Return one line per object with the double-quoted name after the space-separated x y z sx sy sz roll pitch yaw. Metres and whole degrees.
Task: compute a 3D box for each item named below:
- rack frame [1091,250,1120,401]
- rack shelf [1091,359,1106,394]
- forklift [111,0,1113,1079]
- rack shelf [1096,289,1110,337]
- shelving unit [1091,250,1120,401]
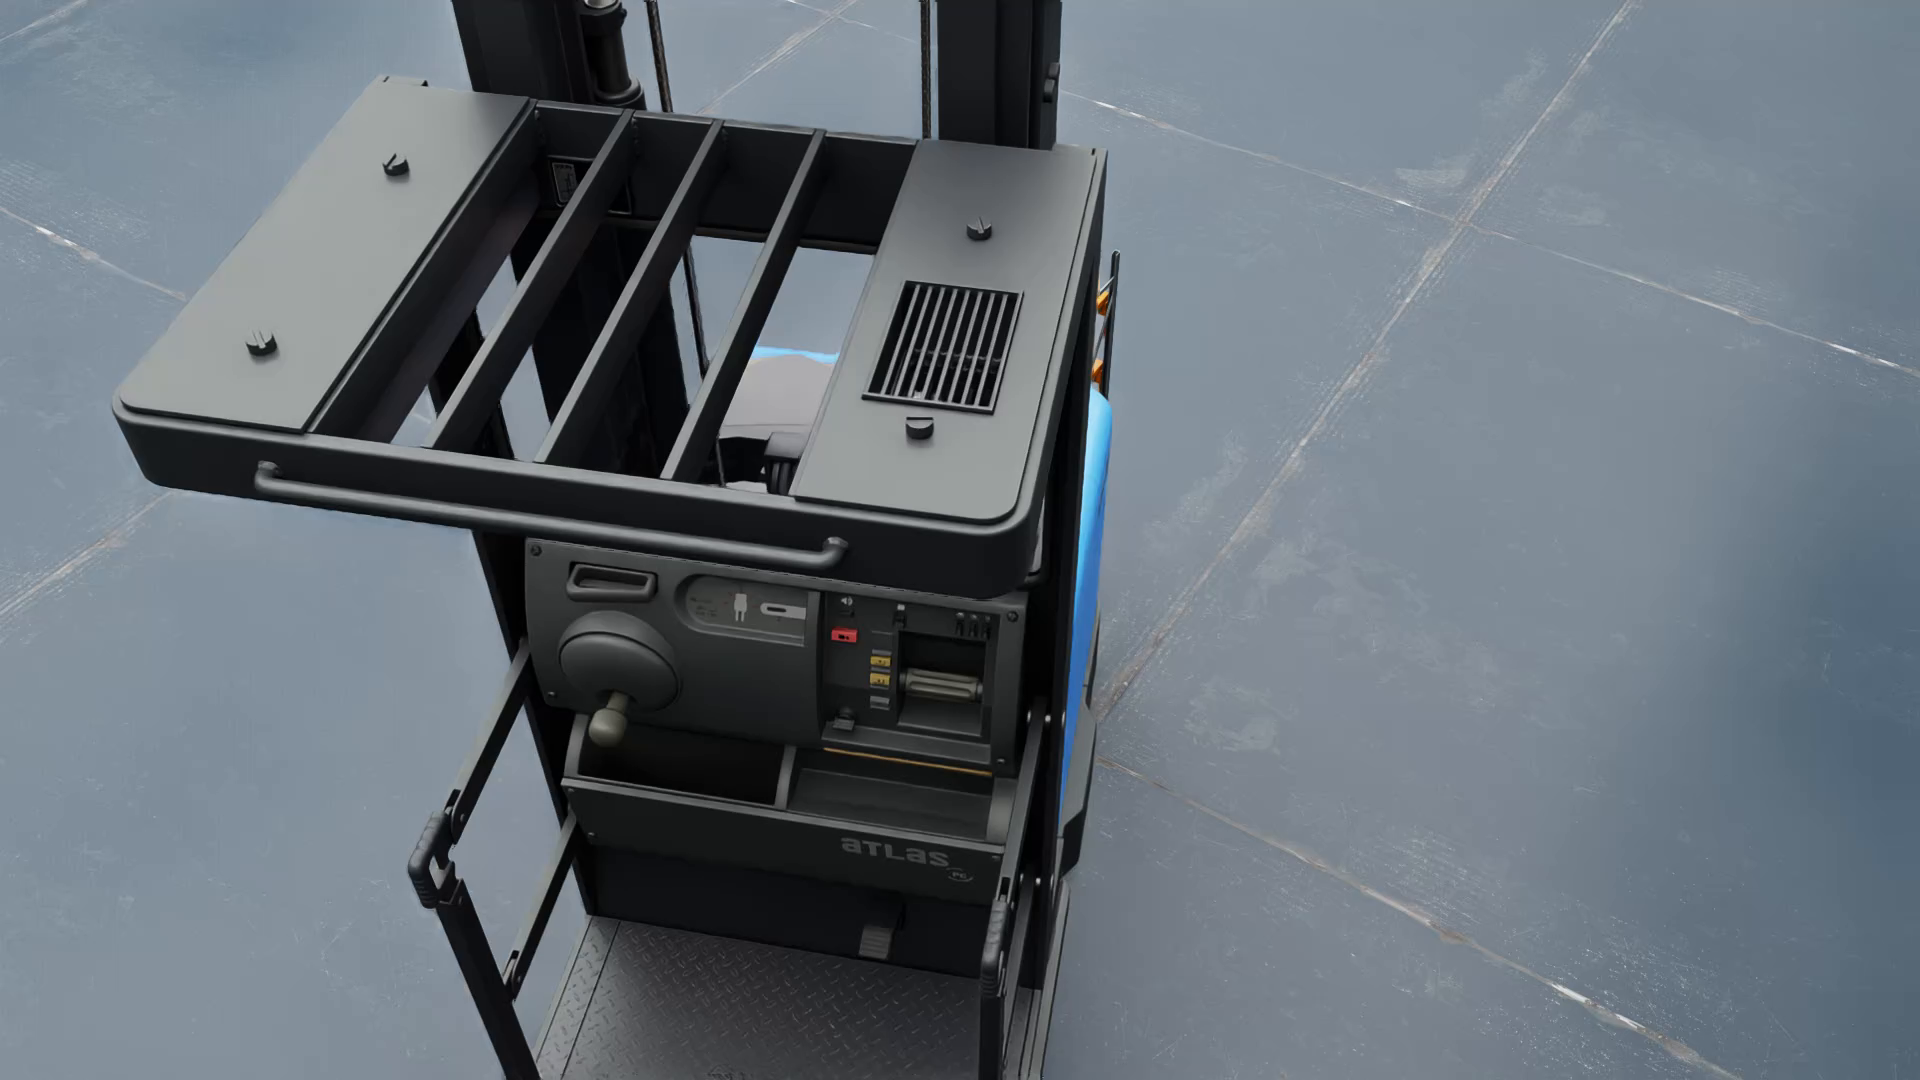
0.345 -0.260 4.666 0.015 1.200 0.240 25 51 22 "rack frame"
0.139 -0.463 4.645 0.480 0.148 0.258 25 51 22 "rack shelf"
-0.382 0.317 2.898 1.130 2.935 3.031 8 46 7 "forklift"
0.139 -0.628 4.476 0.480 0.148 0.258 25 51 22 "rack shelf"
0.139 -0.354 4.757 0.503 1.200 0.258 25 51 22 "shelving unit"
